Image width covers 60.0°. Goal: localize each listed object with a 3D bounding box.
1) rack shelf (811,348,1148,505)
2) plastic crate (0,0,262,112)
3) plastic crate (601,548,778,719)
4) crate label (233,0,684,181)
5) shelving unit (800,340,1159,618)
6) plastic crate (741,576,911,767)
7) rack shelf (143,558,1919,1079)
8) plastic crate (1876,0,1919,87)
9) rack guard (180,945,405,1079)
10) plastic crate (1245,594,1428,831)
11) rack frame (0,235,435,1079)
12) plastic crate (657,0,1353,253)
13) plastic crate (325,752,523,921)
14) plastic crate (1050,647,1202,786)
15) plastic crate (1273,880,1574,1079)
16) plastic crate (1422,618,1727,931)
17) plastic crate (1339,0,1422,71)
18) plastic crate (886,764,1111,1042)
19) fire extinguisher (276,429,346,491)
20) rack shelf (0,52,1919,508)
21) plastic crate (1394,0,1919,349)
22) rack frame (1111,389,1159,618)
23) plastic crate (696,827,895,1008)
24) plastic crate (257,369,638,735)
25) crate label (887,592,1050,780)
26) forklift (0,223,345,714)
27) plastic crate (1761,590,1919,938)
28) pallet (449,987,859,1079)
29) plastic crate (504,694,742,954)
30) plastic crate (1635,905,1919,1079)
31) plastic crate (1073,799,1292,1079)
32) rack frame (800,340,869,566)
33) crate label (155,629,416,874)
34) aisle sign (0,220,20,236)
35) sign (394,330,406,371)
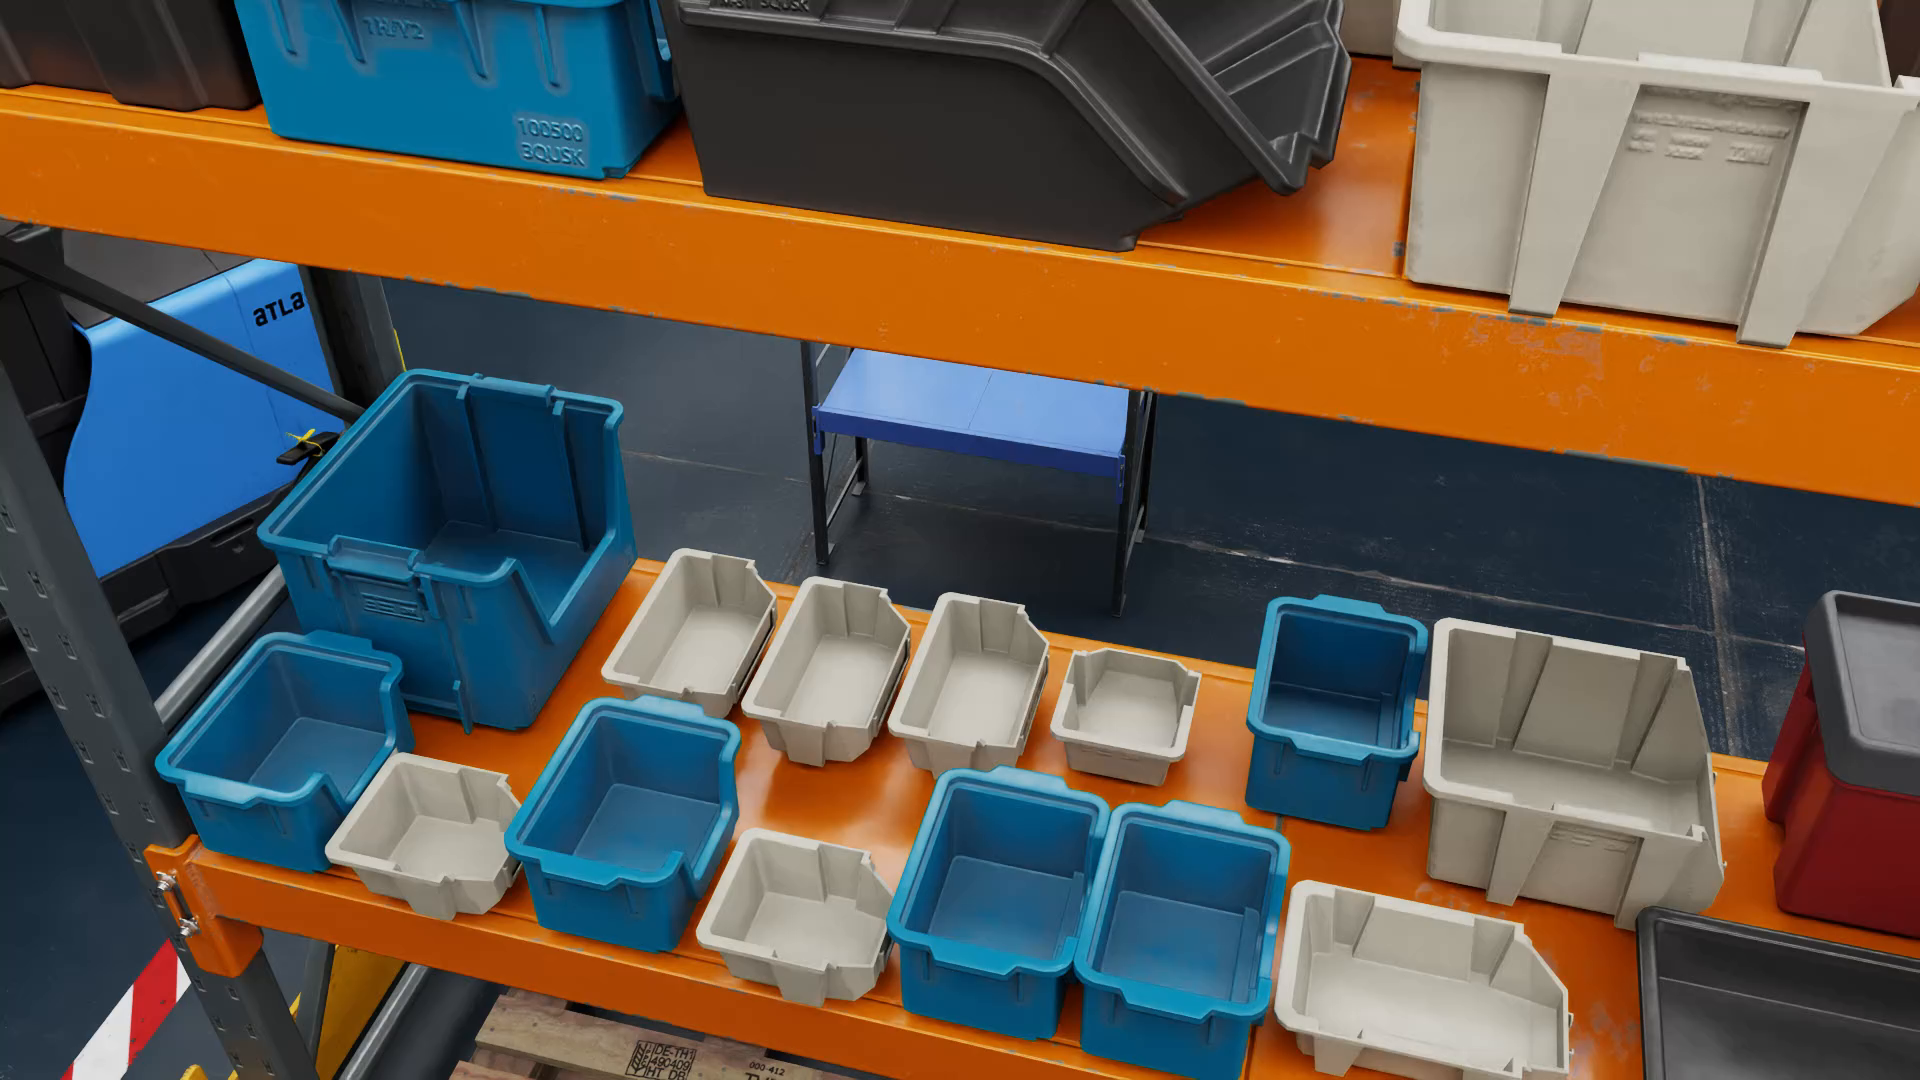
[{"bbox_3d":[0.082,-0.422,5.366,1.000,0.185,0.538,10,41,11],"label":"rack shelf"},{"bbox_3d":[-1.057,-0.754,2.084,0.590,0.269,0.497,10,41,11],"label":"plastic crate"},{"bbox_3d":[-0.522,0.209,3.327,0.243,0.136,0.396,10,41,11],"label":"plastic crate"},{"bbox_3d":[-0.549,-0.630,1.951,0.502,0.251,0.408,10,41,11],"label":"crate label"},{"bbox_3d":[0.082,-0.560,5.251,1.048,1.500,0.538,10,41,11],"label":"shelving unit"},{"bbox_3d":[-0.246,0.266,3.259,0.243,0.136,0.396,10,41,11],"label":"plastic crate"},{"bbox_3d":[0.575,0.716,3.125,4.000,0.370,1.077,10,41,11],"label":"rack shelf"},{"bbox_3d":[1.378,-0.703,2.024,0.590,0.269,0.497,10,41,11],"label":"plastic crate"},{"bbox_3d":[-1.383,1.069,4.088,0.348,0.500,1.175,10,41,11],"label":"rack guard"},{"bbox_3d":[0.693,0.331,3.107,0.300,0.233,0.416,10,41,11],"label":"plastic crate"},{"bbox_3d":[-1.357,0.108,3.289,0.127,3.000,1.000,10,41,11],"label":"rack frame"},{"bbox_3d":[0.048,-0.592,1.839,0.767,0.338,0.504,10,41,11],"label":"plastic crate"},{"bbox_3d":[-0.915,0.536,2.938,0.298,0.136,0.250,10,41,11],"label":"plastic crate"},{"bbox_3d":[0.320,0.335,3.177,0.250,0.136,0.298,10,41,11],"label":"plastic crate"},{"bbox_3d":[0.747,0.748,2.685,0.466,0.136,0.293,10,41,11],"label":"plastic crate"},{"bbox_3d":[1.080,0.427,2.955,0.530,0.282,0.437,10,41,11],"label":"plastic crate"},{"bbox_3d":[0.703,-0.751,2.184,0.530,0.136,0.437,10,41,11],"label":"plastic crate"},{"bbox_3d":[0.068,0.613,2.771,0.300,0.233,0.416,10,41,11],"label":"plastic crate"},{"bbox_3d":[-1.385,-0.027,3.800,0.183,0.674,0.296,10,41,11],"label":"fire extinguisher"},{"bbox_3d":[0.575,-0.433,2.160,4.000,0.370,1.077,10,41,11],"label":"rack shelf"},{"bbox_3d":[0.704,-0.435,1.696,0.530,0.282,0.437,10,41,11],"label":"plastic crate"},{"bbox_3d":[0.573,-0.476,5.150,0.032,1.500,0.500,10,41,11],"label":"rack frame"},{"bbox_3d":[-0.260,0.649,2.804,0.298,0.136,0.250,10,41,11],"label":"plastic crate"},{"bbox_3d":[-0.985,0.011,3.331,0.499,0.435,0.616,10,41,11],"label":"plastic crate"},{"bbox_3d":[0.029,0.297,3.222,0.243,0.136,0.396,10,41,11],"label":"crate label"},{"bbox_3d":[-3.351,-0.765,4.382,1.130,2.935,3.031,31,49,31],"label":"forklift"},{"bbox_3d":[1.709,0.421,2.820,0.583,0.464,0.402,10,41,11],"label":"plastic crate"},{"bbox_3d":[-0.570,1.337,3.994,1.213,0.211,1.003,10,41,11],"label":"pallet"},{"bbox_3d":[-0.568,0.504,2.901,0.300,0.233,0.416,10,41,11],"label":"plastic crate"},{"bbox_3d":[1.356,0.836,2.590,0.590,0.125,0.437,10,41,11],"label":"plastic crate"},{"bbox_3d":[0.358,0.663,2.712,0.300,0.233,0.416,10,41,11],"label":"plastic crate"},{"bbox_3d":[-0.409,-0.645,5.351,0.032,1.500,0.500,10,41,11],"label":"rack frame"},{"bbox_3d":[-1.204,0.394,3.032,0.303,0.233,0.416,10,41,11],"label":"crate label"},{"bbox_3d":[-1.503,-0.715,2.248,0.004,0.787,0.394,10,41,11],"label":"aisle sign"},{"bbox_3d":[-1.230,-0.299,3.647,0.005,0.325,0.100,10,41,11],"label":"sign"}]
